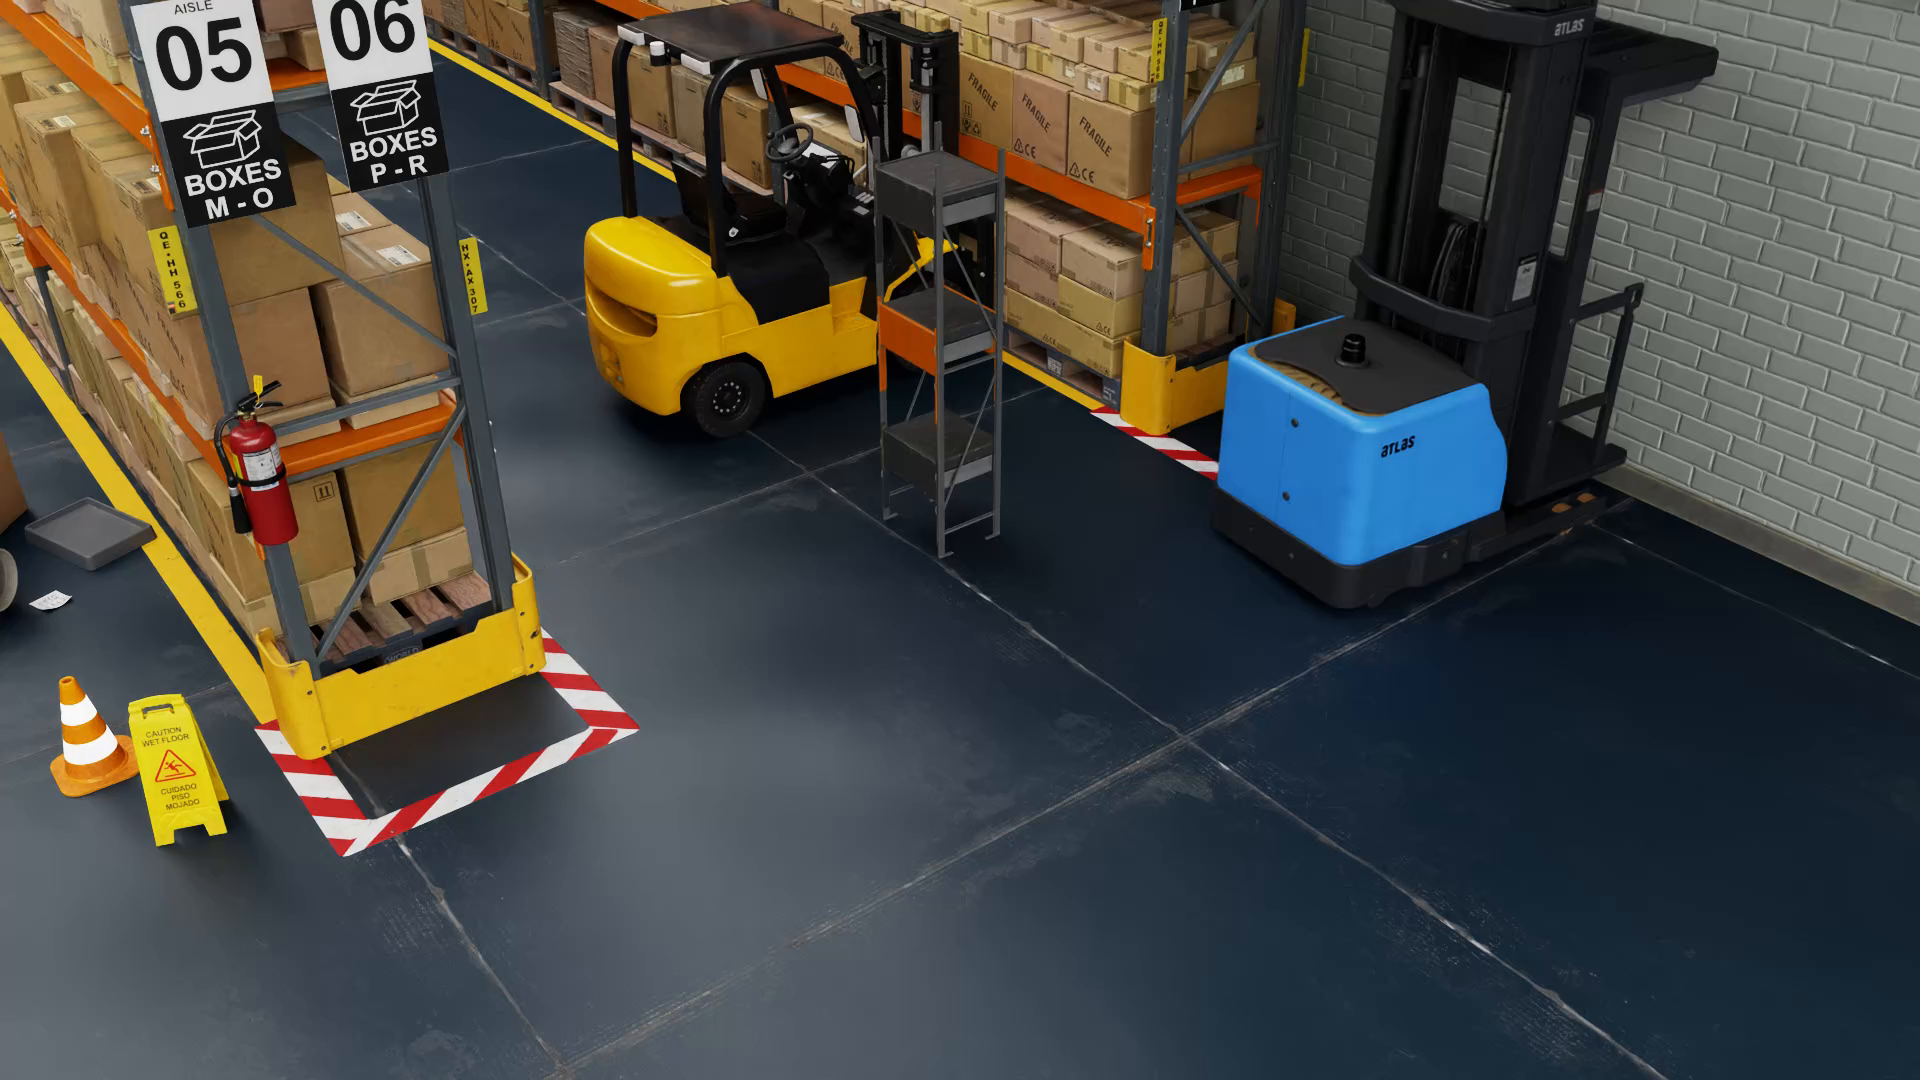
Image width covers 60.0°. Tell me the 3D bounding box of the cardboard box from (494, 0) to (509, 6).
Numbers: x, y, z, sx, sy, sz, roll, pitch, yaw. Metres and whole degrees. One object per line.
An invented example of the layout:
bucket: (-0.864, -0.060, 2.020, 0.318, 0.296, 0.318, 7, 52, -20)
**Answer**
cardboard box: (-4.120, -5.096, 15.469, 0.380, 0.149, 0.250, -24, 39, -34)

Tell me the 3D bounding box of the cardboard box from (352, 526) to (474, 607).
cardboard box: (-2.714, 0.029, 8.068, 0.500, 0.250, 0.500, -23, 38, -32)

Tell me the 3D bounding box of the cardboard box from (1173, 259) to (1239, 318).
cardboard box: (1.356, -1.628, 10.263, 0.500, 0.250, 0.500, -21, 38, -31)

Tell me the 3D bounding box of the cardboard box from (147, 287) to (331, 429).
cardboard box: (-2.988, -0.841, 6.884, 0.500, 0.500, 0.500, -23, 39, -32)

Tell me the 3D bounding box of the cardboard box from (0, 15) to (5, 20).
cardboard box: (-4.792, -2.542, 8.675, 0.700, 0.500, 0.500, -23, 38, -32)

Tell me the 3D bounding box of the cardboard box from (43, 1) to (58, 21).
cardboard box: (-3.641, -2.303, 7.011, 0.380, 0.149, 0.250, -23, 39, -33)

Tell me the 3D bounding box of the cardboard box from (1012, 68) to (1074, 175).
cardboard box: (0.661, -2.524, 9.876, 0.500, 0.500, 0.500, -21, 38, -30)

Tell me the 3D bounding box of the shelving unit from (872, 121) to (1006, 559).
shelving unit: (-0.101, -0.961, 8.307, 0.431, 2.100, 0.503, -22, 38, -31)

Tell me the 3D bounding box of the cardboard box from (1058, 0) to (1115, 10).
cardboard box: (0.815, -3.231, 10.118, 0.380, 0.149, 0.250, -21, 38, -30)

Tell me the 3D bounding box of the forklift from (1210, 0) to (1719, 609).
forklift: (2.837, -1.489, 8.370, 3.031, 2.935, 1.130, -19, 36, -27)

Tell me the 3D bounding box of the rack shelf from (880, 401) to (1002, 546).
rack shelf: (-0.101, -0.355, 8.684, 0.431, 0.518, 0.480, -22, 38, -31)

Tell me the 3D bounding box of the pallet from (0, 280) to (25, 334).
pallet: (-6.122, -1.850, 11.529, 1.003, 0.211, 1.213, -22, 38, -31)

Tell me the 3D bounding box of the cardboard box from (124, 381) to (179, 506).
cardboard box: (-3.762, -0.542, 8.277, 0.500, 0.500, 0.500, -23, 39, -32)

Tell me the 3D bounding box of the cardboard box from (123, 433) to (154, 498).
cardboard box: (-4.079, -0.440, 8.823, 0.500, 0.250, 0.500, -23, 38, -32)

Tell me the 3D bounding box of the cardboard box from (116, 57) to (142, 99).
cardboard box: (-2.878, -1.761, 6.137, 0.380, 0.149, 0.250, -22, 38, -31)

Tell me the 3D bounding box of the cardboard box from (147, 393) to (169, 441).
cardboard box: (-3.565, -0.626, 7.797, 0.380, 0.149, 0.250, -22, 38, -31)

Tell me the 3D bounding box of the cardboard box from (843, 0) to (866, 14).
cardboard box: (-0.550, -3.576, 10.954, 0.380, 0.149, 0.250, -21, 38, -30)

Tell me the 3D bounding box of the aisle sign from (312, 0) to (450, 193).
aisle sign: (-2.155, -1.714, 6.202, 0.394, 0.787, 0.004, -22, 38, -31)

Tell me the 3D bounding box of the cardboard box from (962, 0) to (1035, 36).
cardboard box: (0.233, -3.167, 10.015, 0.380, 0.149, 0.250, -21, 38, -30)

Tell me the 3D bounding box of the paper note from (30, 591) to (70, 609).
paper note: (-4.506, 0.297, 8.242, 0.148, 0.019, 0.142, 18, 36, 27)

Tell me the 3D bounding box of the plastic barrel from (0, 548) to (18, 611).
plastic barrel: (-4.900, 0.189, 8.045, 0.512, 0.421, 0.421, 1, 32, 2)

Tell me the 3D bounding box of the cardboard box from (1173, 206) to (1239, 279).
cardboard box: (1.335, -1.839, 10.128, 0.500, 0.250, 0.500, -23, 39, -32)

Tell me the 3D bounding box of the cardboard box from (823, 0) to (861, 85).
cardboard box: (-0.574, -3.371, 11.239, 0.500, 0.500, 0.500, -22, 38, -31)

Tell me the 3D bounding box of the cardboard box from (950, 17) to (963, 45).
cardboard box: (0.159, -3.174, 10.308, 0.380, 0.149, 0.250, -23, 38, -32)

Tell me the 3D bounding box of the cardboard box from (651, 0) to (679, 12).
cardboard box: (-2.081, -4.296, 12.966, 0.500, 0.250, 0.500, -22, 38, -31)

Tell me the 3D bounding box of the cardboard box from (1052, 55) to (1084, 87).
cardboard box: (0.756, -2.739, 9.608, 0.380, 0.149, 0.250, -21, 38, -31)

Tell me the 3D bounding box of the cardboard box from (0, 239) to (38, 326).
cardboard box: (-5.658, -1.780, 10.866, 0.950, 0.372, 0.625, -20, 37, -29)

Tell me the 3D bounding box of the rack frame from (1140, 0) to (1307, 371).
rack frame: (1.481, -2.142, 9.356, 1.000, 3.000, 0.127, -22, 38, -31)

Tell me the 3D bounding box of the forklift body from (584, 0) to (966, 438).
forklift body: (-1.123, -1.982, 9.902, 2.313, 2.155, 1.214, -22, 38, -31)

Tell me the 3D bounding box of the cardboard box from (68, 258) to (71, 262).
cardboard box: (-4.444, -1.556, 8.651, 0.380, 0.149, 0.250, -21, 38, -30)

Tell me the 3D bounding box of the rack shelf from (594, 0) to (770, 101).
rack shelf: (-2.199, -4.337, 13.572, 1.077, 0.370, 4.000, -22, 38, -31)

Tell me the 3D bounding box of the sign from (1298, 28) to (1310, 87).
sign: (1.923, -2.721, 9.392, 0.100, 0.325, 0.005, -22, 38, -31)

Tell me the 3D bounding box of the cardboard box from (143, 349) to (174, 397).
cardboard box: (-3.401, -0.796, 7.426, 0.380, 0.149, 0.250, -22, 38, -31)

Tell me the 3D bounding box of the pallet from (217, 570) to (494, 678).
pallet: (-2.955, 0.268, 8.118, 1.003, 0.211, 1.213, -22, 38, -31)

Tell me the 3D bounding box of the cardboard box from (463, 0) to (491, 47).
cardboard box: (-4.476, -5.129, 16.136, 0.500, 0.500, 0.500, -20, 37, -29)

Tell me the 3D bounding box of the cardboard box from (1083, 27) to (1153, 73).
cardboard box: (0.919, -2.761, 9.360, 0.380, 0.149, 0.250, -22, 38, -31)

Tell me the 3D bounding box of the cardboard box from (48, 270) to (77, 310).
cardboard box: (-4.713, -1.402, 9.046, 0.380, 0.149, 0.250, -22, 38, -31)

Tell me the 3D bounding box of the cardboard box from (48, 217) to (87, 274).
cardboard box: (-4.217, -1.682, 8.239, 0.500, 0.500, 0.500, -23, 38, -32)

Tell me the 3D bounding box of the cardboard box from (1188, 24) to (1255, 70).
cardboard box: (1.443, -2.796, 9.417, 0.380, 0.149, 0.250, -23, 39, -32)

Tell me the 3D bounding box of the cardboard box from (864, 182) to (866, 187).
cardboard box: (-0.310, -2.308, 11.358, 0.500, 0.250, 0.500, -23, 38, -32)

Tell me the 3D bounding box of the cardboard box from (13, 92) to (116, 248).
cardboard box: (-3.622, -1.663, 7.261, 0.700, 0.500, 0.500, -23, 38, -32)

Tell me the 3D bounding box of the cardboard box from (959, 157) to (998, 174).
cardboard box: (0.012, -2.300, 10.871, 0.500, 0.250, 0.500, -23, 39, -32)

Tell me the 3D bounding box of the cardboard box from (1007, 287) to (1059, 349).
cardboard box: (0.646, -1.457, 10.460, 0.500, 0.250, 0.500, -22, 38, -31)

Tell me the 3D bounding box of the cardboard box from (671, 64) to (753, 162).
cardboard box: (-1.771, -3.519, 13.425, 0.875, 0.625, 0.625, -23, 38, -32)

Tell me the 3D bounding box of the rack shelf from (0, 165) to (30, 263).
rack shelf: (-6.117, -2.730, 10.984, 1.077, 0.370, 4.000, -22, 38, -31)

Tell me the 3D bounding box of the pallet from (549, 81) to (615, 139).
pallet: (-2.951, -3.936, 14.887, 1.003, 0.211, 1.213, -22, 38, -31)

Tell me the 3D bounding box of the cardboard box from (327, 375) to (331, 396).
cardboard box: (-2.649, -0.737, 7.332, 0.380, 0.149, 0.250, -22, 38, -31)

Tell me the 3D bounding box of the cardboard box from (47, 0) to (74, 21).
cardboard box: (-3.262, -2.212, 6.486, 0.500, 0.250, 0.500, -23, 38, -32)
